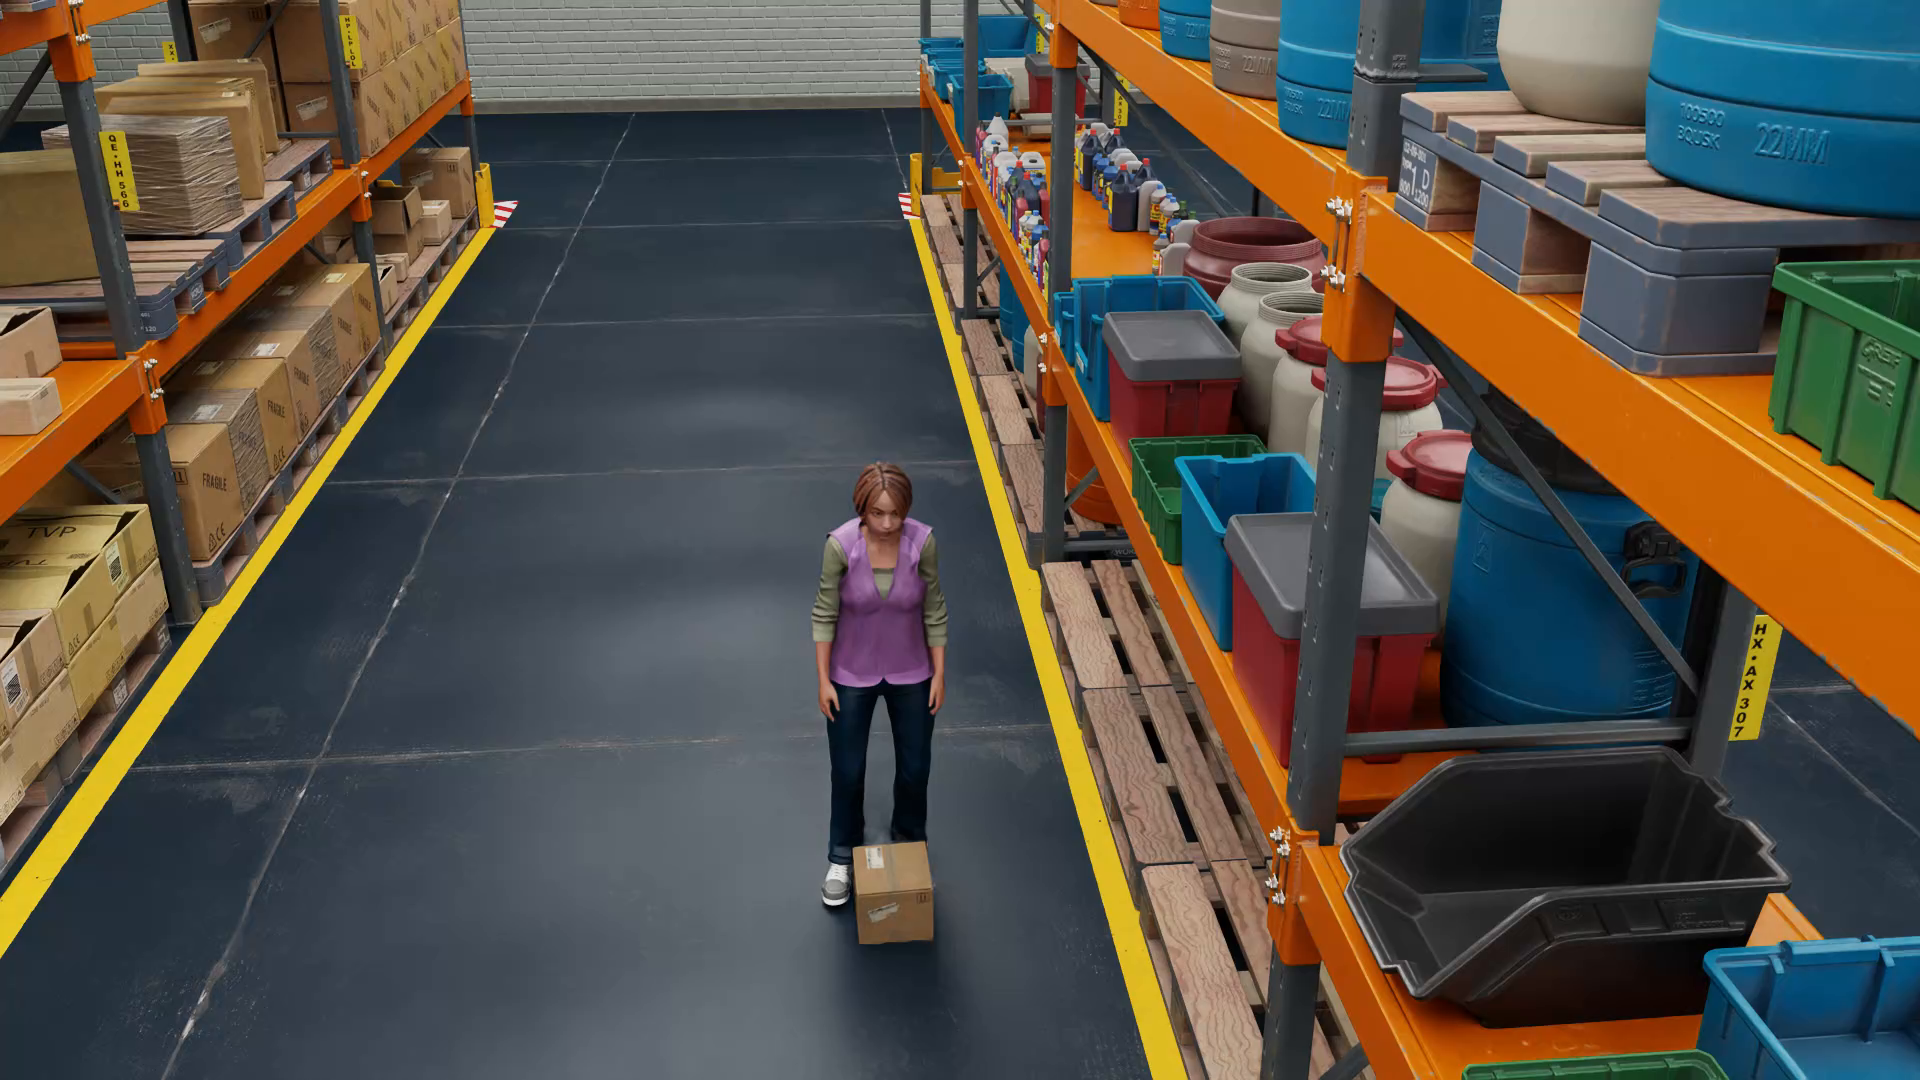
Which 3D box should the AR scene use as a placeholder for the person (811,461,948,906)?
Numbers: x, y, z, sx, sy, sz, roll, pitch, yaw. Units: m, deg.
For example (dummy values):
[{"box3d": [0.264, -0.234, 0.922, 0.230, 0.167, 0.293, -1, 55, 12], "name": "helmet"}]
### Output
[{"box3d": [-0.263, 0.470, 5.562, 0.460, 1.593, 0.338, -3, 24, -7], "name": "person"}]
